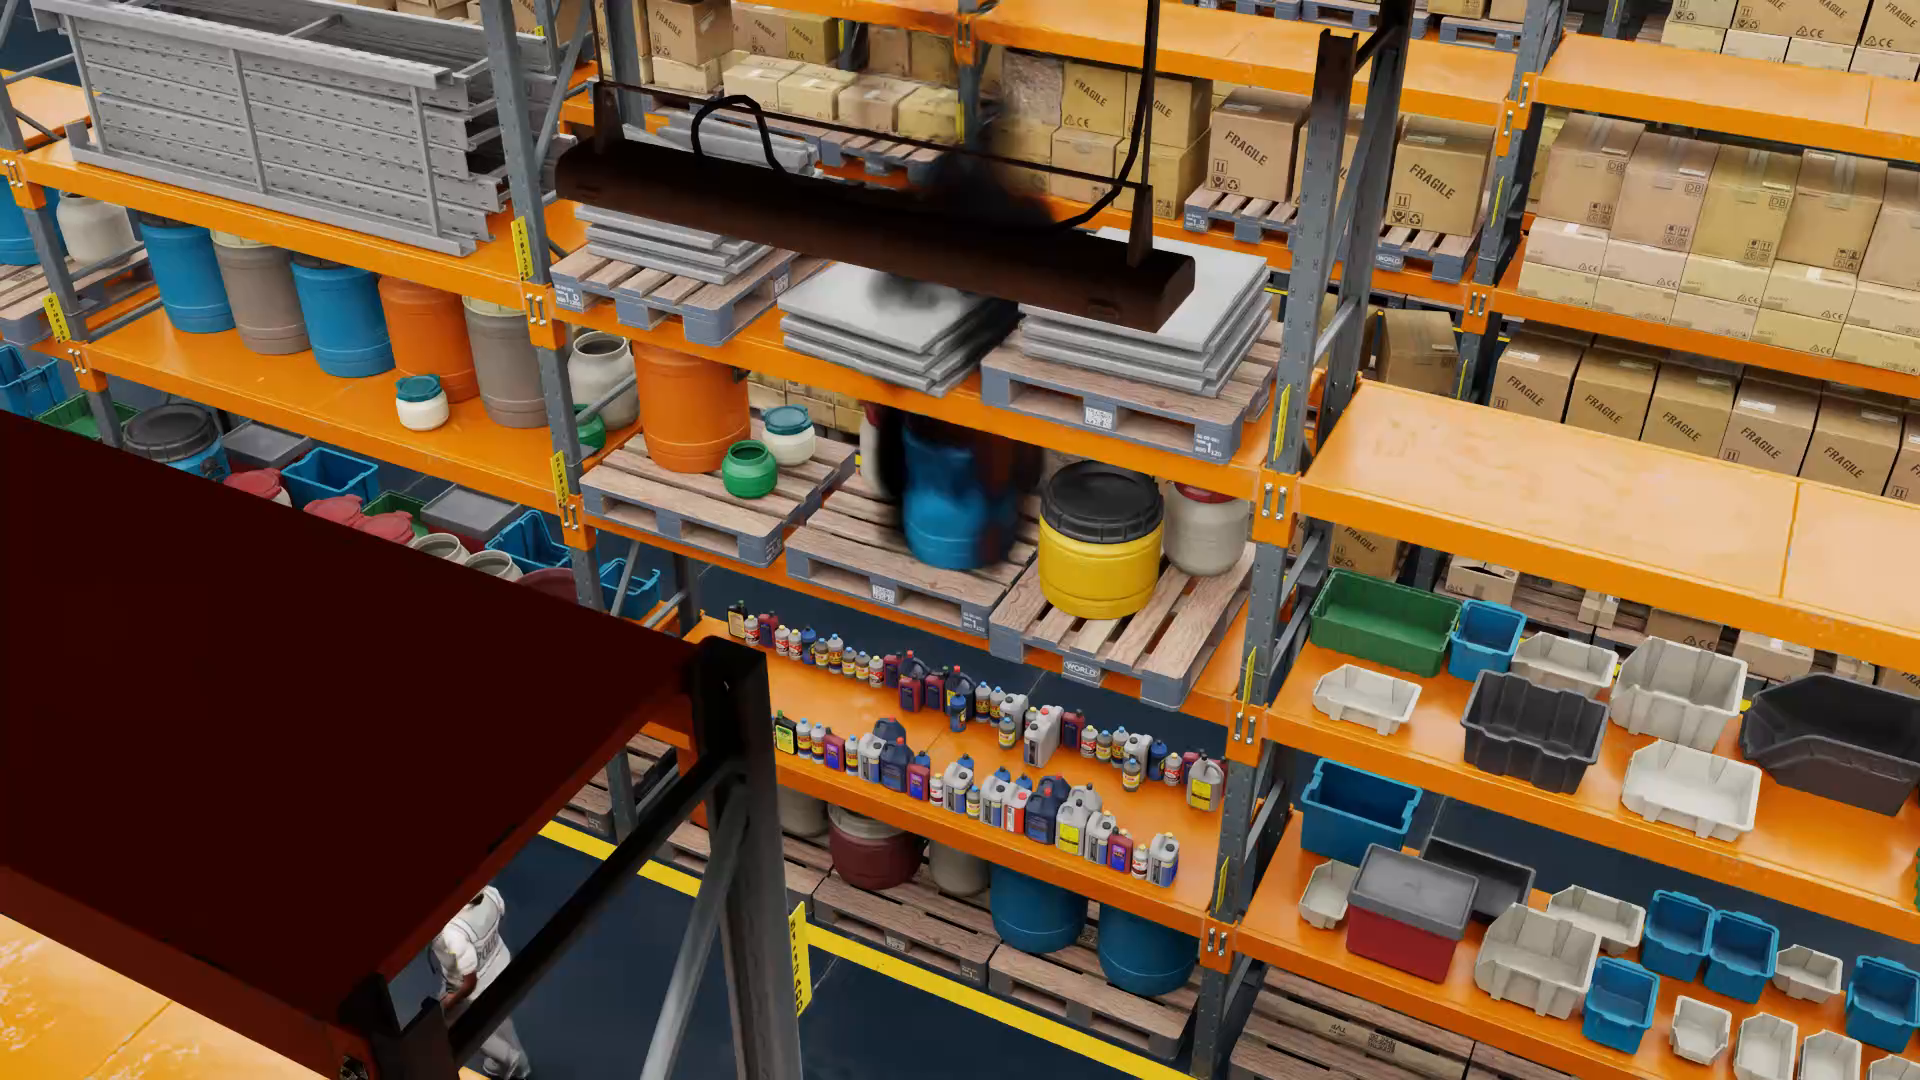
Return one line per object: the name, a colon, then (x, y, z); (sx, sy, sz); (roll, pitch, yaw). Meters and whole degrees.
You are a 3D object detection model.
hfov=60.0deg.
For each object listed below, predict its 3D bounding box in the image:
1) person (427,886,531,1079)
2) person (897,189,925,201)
person: (-2.672, 2.365, 9.072); (0.554, 1.656, 0.570); (11, 36, 15)
person: (-0.454, -2.804, 16.492); (0.705, 1.639, 0.547); (12, 37, 17)
